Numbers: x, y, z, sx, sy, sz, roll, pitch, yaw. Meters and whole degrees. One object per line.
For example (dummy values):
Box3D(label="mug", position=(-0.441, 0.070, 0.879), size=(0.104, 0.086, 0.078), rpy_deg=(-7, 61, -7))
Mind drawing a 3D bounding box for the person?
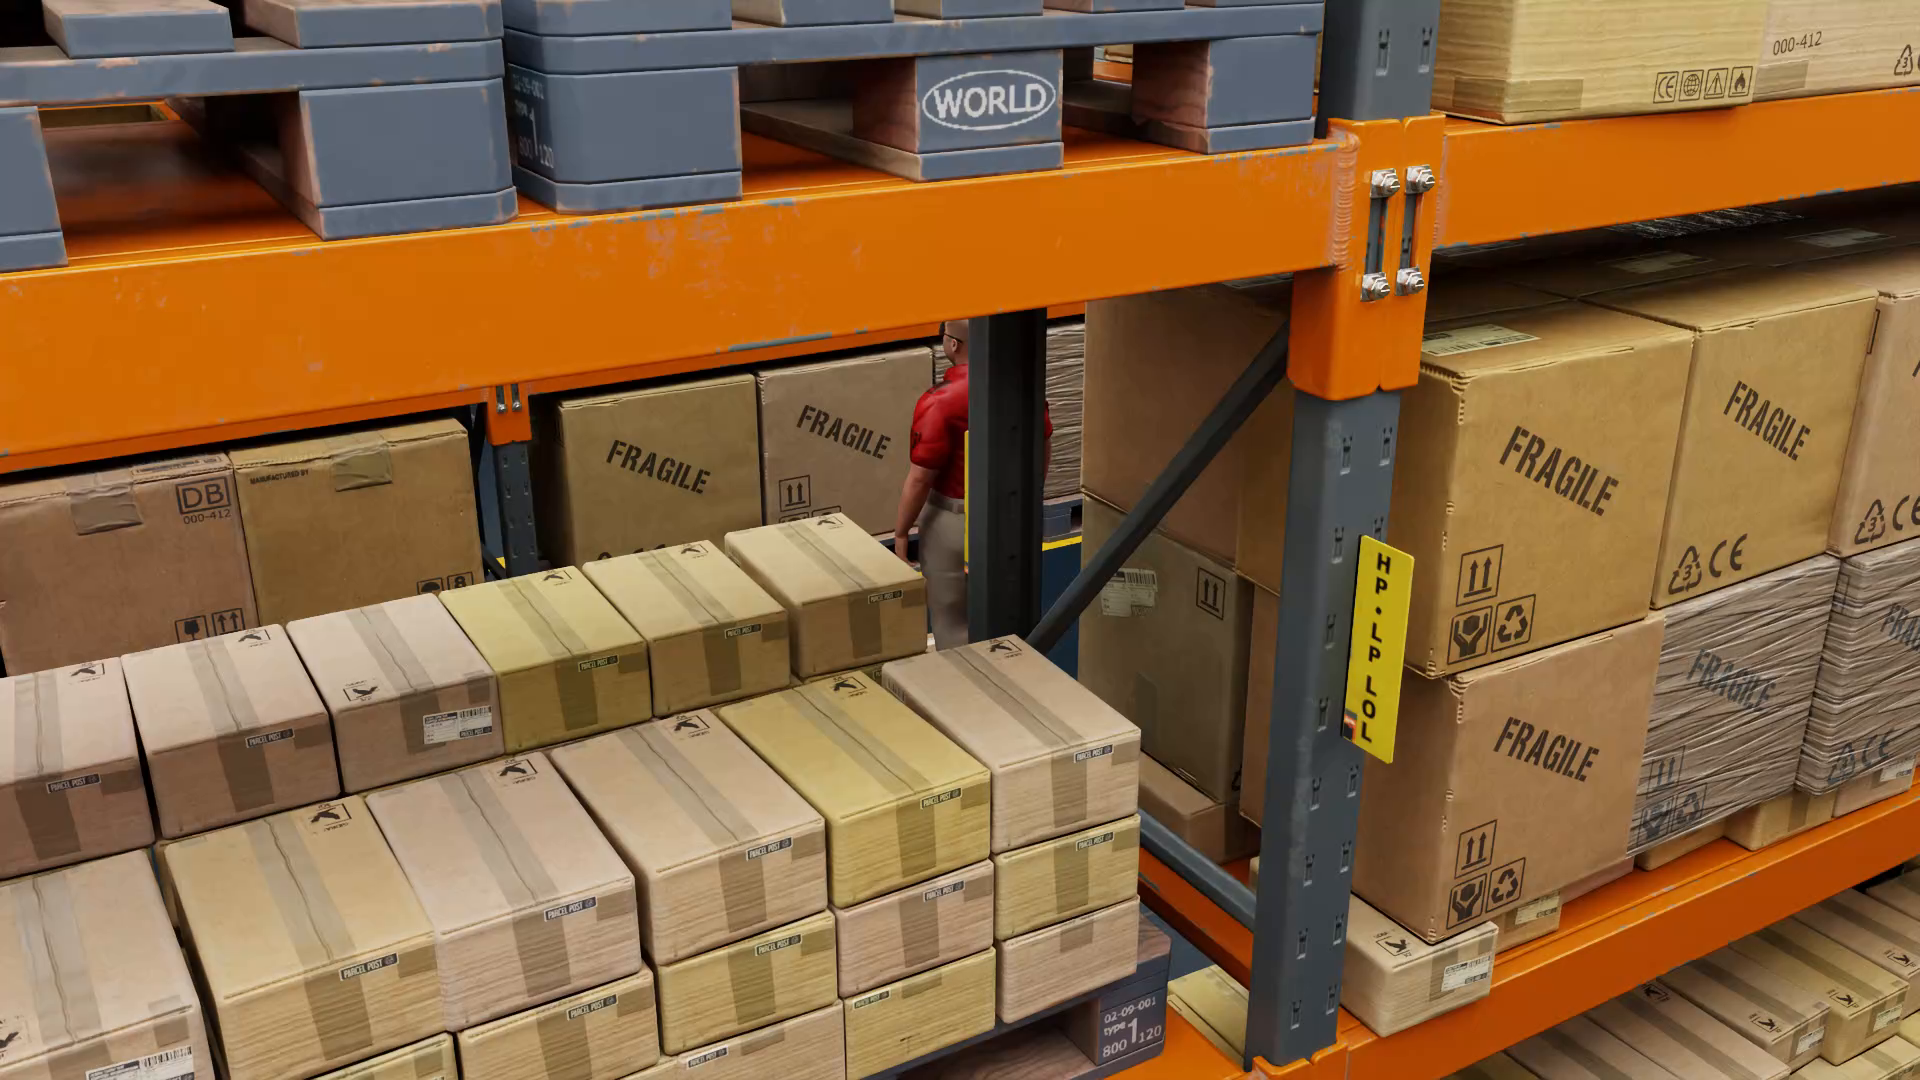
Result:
Box3D(label="person", position=(0.005, -0.084, 6.295), size=(0.641, 1.727, 0.550), rpy_deg=(-12, 25, -28))
